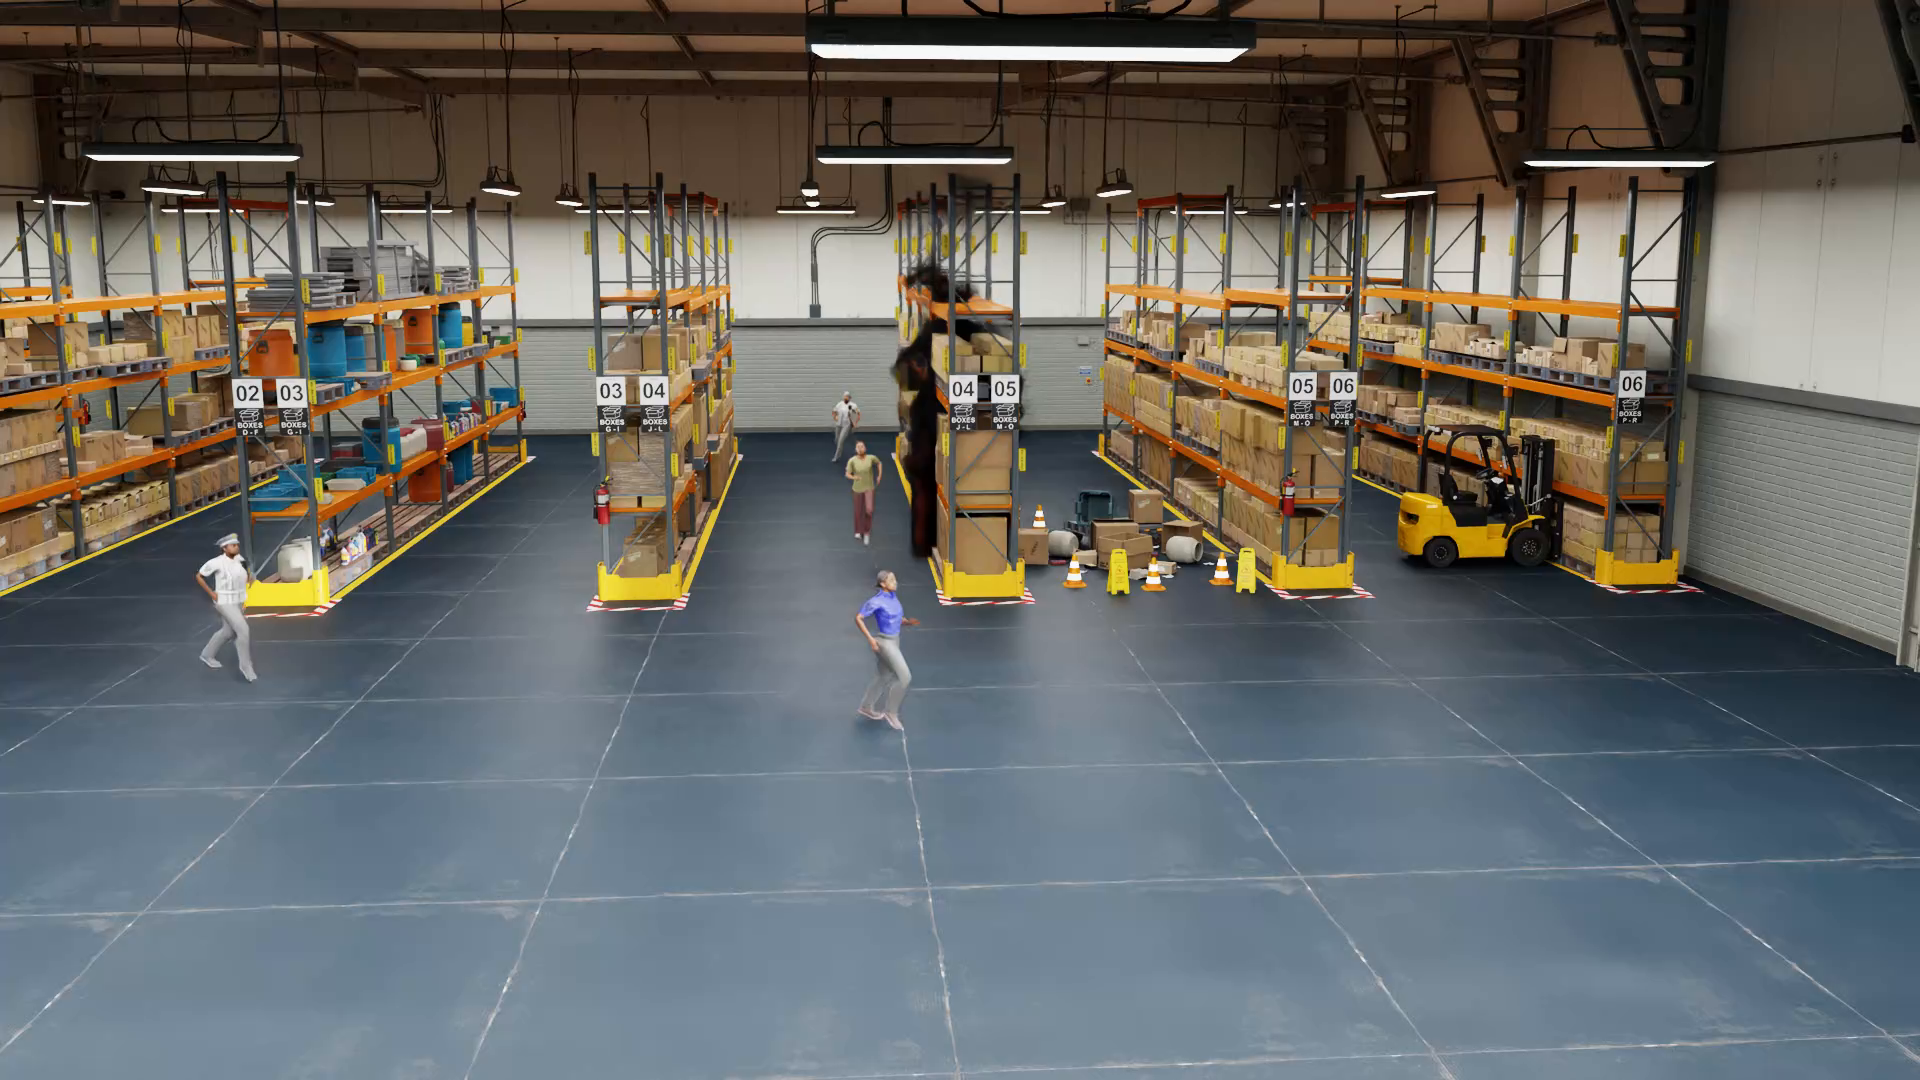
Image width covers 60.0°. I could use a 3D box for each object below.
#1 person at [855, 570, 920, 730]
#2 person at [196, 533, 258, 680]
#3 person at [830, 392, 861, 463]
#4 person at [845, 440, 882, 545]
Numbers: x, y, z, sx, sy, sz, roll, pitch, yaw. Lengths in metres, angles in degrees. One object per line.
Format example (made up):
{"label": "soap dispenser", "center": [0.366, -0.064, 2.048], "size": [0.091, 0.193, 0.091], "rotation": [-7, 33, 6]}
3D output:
{"label": "person", "center": [-0.758, 1.153, 17.464], "size": [0.724, 1.700, 0.541], "rotation": [3, 10, 16]}
{"label": "person", "center": [-8.624, 0.774, 19.567], "size": [0.861, 1.755, 0.548], "rotation": [2, 10, 13]}
{"label": "person", "center": [-2.716, -2.677, 39.145], "size": [0.685, 1.631, 0.904], "rotation": [3, 11, 17]}
{"label": "person", "center": [-1.540, -0.763, 26.642], "size": [0.585, 1.685, 0.790], "rotation": [-1, 10, -3]}
